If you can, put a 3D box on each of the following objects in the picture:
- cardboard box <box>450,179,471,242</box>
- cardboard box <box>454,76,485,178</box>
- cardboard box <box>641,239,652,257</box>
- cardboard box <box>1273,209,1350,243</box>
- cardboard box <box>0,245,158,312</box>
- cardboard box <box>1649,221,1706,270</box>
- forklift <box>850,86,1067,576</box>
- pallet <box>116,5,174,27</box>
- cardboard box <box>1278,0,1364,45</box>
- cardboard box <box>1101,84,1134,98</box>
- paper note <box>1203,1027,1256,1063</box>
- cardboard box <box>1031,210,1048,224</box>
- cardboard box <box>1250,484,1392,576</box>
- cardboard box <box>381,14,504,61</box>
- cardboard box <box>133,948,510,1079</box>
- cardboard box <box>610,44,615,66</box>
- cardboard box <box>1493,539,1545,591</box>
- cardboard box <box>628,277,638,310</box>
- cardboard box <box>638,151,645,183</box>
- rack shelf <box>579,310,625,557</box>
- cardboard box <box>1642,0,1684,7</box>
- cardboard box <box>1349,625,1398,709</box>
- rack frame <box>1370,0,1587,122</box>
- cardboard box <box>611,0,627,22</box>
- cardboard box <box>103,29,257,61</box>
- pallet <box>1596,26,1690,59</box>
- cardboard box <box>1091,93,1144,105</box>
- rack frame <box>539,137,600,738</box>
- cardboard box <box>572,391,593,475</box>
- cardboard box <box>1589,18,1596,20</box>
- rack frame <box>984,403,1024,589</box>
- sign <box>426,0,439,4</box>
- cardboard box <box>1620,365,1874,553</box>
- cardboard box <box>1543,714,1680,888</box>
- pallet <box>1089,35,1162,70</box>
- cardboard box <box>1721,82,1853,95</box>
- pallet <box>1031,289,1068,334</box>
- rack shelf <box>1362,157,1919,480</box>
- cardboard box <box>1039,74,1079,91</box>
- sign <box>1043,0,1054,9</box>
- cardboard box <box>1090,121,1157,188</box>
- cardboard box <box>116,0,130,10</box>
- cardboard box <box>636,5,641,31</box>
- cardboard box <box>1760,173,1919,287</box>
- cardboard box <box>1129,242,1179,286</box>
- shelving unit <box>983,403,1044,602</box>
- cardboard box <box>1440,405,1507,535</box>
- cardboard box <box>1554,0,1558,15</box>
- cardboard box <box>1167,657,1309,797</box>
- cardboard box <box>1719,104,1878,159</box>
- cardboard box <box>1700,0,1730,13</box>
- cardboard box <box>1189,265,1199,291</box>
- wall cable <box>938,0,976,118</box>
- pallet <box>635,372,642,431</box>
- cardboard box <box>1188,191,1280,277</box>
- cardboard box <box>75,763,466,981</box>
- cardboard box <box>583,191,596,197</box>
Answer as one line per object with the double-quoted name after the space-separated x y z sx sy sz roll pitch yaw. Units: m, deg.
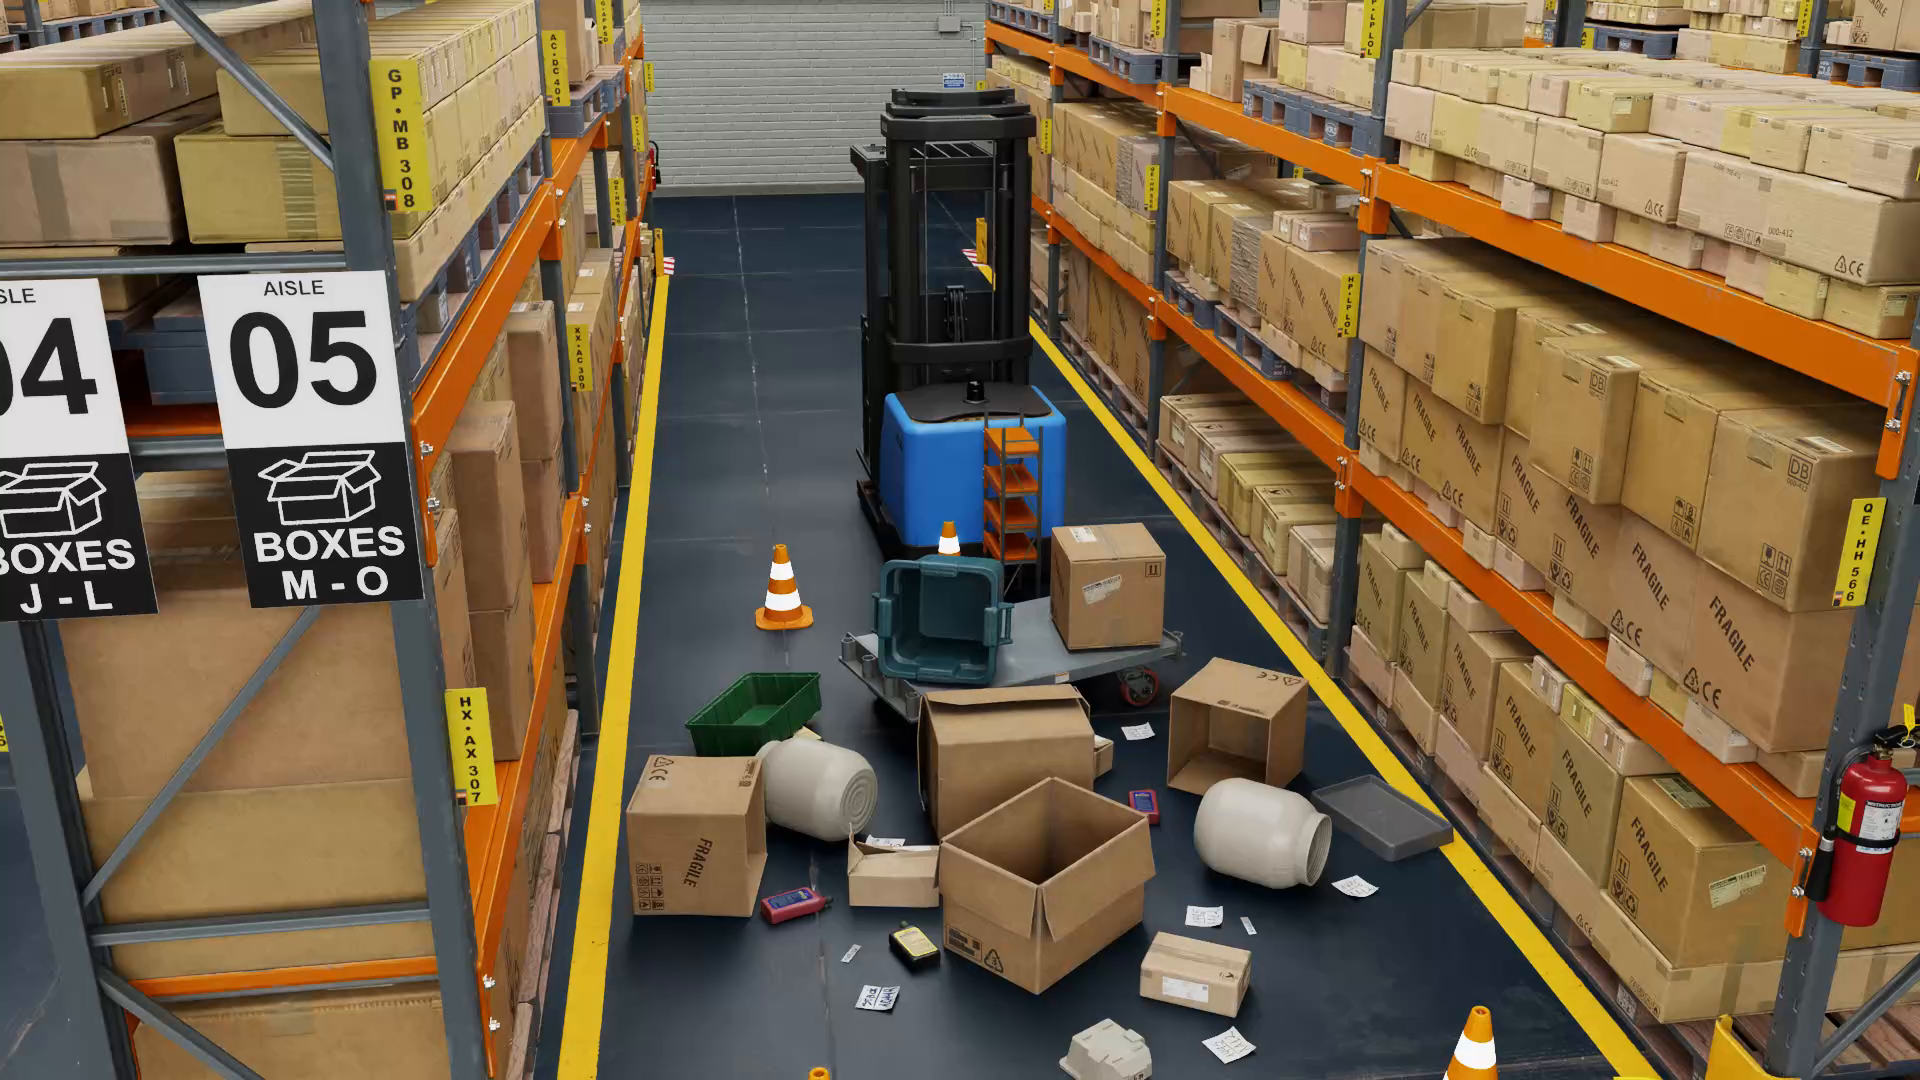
-1.620 -0.938 4.769 0.380 0.149 0.250 -3 21 -7 "cardboard box"
-1.741 -1.258 5.055 0.500 0.250 0.500 -3 21 -8 "cardboard box"
-3.546 -3.162 18.020 0.380 0.149 0.250 -2 21 -6 "cardboard box"
2.064 -1.846 9.776 0.380 0.149 0.250 -4 21 -10 "cardboard box"
-2.161 -0.638 3.967 0.380 0.149 0.250 -3 21 -8 "cardboard box"
2.651 -1.044 5.796 0.380 0.149 0.250 -3 21 -8 "cardboard box"
-0.125 -1.589 11.281 1.130 2.935 3.031 -4 21 -11 "forklift"
-8.890 -5.441 17.337 1.003 0.211 1.213 -3 21 -8 "pallet"
2.151 -2.991 9.550 0.500 0.250 0.500 -3 21 -7 "cardboard box"
1.587 -4.390 16.185 0.380 0.149 0.250 -3 21 -9 "cardboard box"
1.000 1.870 6.166 0.148 0.019 0.142 -11 23 -26 "paper note"
0.994 -3.607 19.647 0.875 0.438 0.875 -4 21 -10 "cardboard box"
2.344 -0.075 10.285 0.950 0.372 0.625 -2 21 -4 "cardboard box"
-1.805 -1.751 5.807 0.380 0.149 0.250 -3 21 -8 "cardboard box"
-1.941 1.558 5.195 0.875 0.875 0.875 -3 21 -7 "cardboard box"
-2.906 -3.788 12.641 0.500 0.500 0.500 -3 21 -8 "cardboard box"
2.497 0.093 7.039 0.380 0.149 0.250 -3 21 -8 "cardboard box"
-3.089 -2.117 14.499 0.500 0.250 0.500 -2 21 -5 "cardboard box"
-3.445 -3.882 16.754 0.500 0.500 0.500 -3 21 -9 "cardboard box"
-2.643 -0.750 9.965 1.077 0.370 4.000 -3 21 -8 "rack shelf"
6.177 -4.715 14.457 0.380 0.149 0.250 -3 21 -7 "cardboard box"
2.347 0.630 8.571 0.500 0.250 0.500 -4 21 -10 "cardboard box"
2.529 -3.489 7.697 1.000 3.000 0.127 -3 21 -8 "rack frame"
-3.340 -4.912 15.293 0.500 0.250 0.500 -2 21 -6 "cardboard box"
-2.345 -1.454 5.010 0.380 0.149 0.250 -3 21 -9 "cardboard box"
6.465 -4.429 14.770 1.213 0.211 1.003 -3 21 -8 "pallet"
1.547 -4.141 16.445 0.500 0.500 0.500 -3 21 -7 "cardboard box"
-2.354 -0.394 7.985 1.000 3.000 0.127 -3 21 -8 "rack frame"
-2.164 -0.637 8.491 0.500 0.500 0.500 -3 21 -7 "cardboard box"
6.496 -5.364 16.794 0.500 0.250 0.500 -3 21 -9 "cardboard box"
0.265 -0.252 10.177 0.240 1.200 0.015 -4 21 -10 "rack frame"
-3.468 -3.400 11.006 0.100 0.325 0.005 -3 21 -8 "sign"
2.751 -0.290 5.709 0.700 0.500 0.500 -3 21 -7 "cardboard box"
2.654 1.001 6.506 0.500 0.500 0.500 -2 21 -6 "cardboard box"
1.643 -3.988 13.589 1.003 0.211 1.213 -2 21 -5 "pallet"
3.068 -1.617 6.190 0.380 0.149 0.250 -2 21 -7 "cardboard box"
1.344 -2.410 17.366 1.003 0.211 1.213 -3 21 -8 "pallet"
2.818 -1.055 6.494 1.077 0.370 4.000 -3 21 -8 "rack shelf"
1.006 -4.629 16.823 0.380 0.149 0.250 -3 21 -8 "cardboard box"
0.827 -5.105 15.457 0.100 0.325 0.005 -3 21 -8 "sign"
1.406 -3.270 14.112 0.500 0.500 0.500 -3 21 -9 "cardboard box"
-8.917 -5.651 16.887 0.700 0.500 0.500 -4 21 -10 "cardboard box"
-3.676 -5.564 17.752 0.500 0.250 0.500 -3 21 -8 "cardboard box"
2.766 -0.932 4.926 0.500 0.250 0.500 -3 21 -8 "cardboard box"
1.623 -2.156 12.915 0.500 0.250 0.500 -4 21 -10 "cardboard box"
0.311 -0.169 9.953 0.258 1.200 0.503 -4 21 -10 "shelving unit"
2.472 -0.352 7.302 0.500 0.500 0.500 -3 21 -8 "cardboard box"
5.937 -5.108 15.934 0.380 0.149 0.250 -3 21 -7 "cardboard box"
1.337 0.930 8.007 0.500 0.500 0.500 12 24 29 "cardboard box"
2.725 -1.326 5.413 0.380 0.149 0.250 -3 21 -7 "cardboard box"
6.373 -4.443 13.756 0.380 0.149 0.250 -3 21 -9 "cardboard box"
1.817 -1.824 11.572 0.380 0.149 0.250 -4 21 -11 "cardboard box"
-0.036 -7.275 24.912 0.585 1.953 0.123 -3 21 -8 "wall cable"
-3.215 -1.165 14.034 1.003 0.211 1.213 -3 21 -8 "pallet"
1.871 -2.099 11.381 0.500 0.500 0.500 -2 21 -5 "cardboard box"
-1.876 0.794 4.588 0.875 0.550 0.550 -3 21 -8 "cardboard box"
-2.916 -2.577 12.736 0.380 0.149 0.250 -4 21 -10 "cardboard box"
